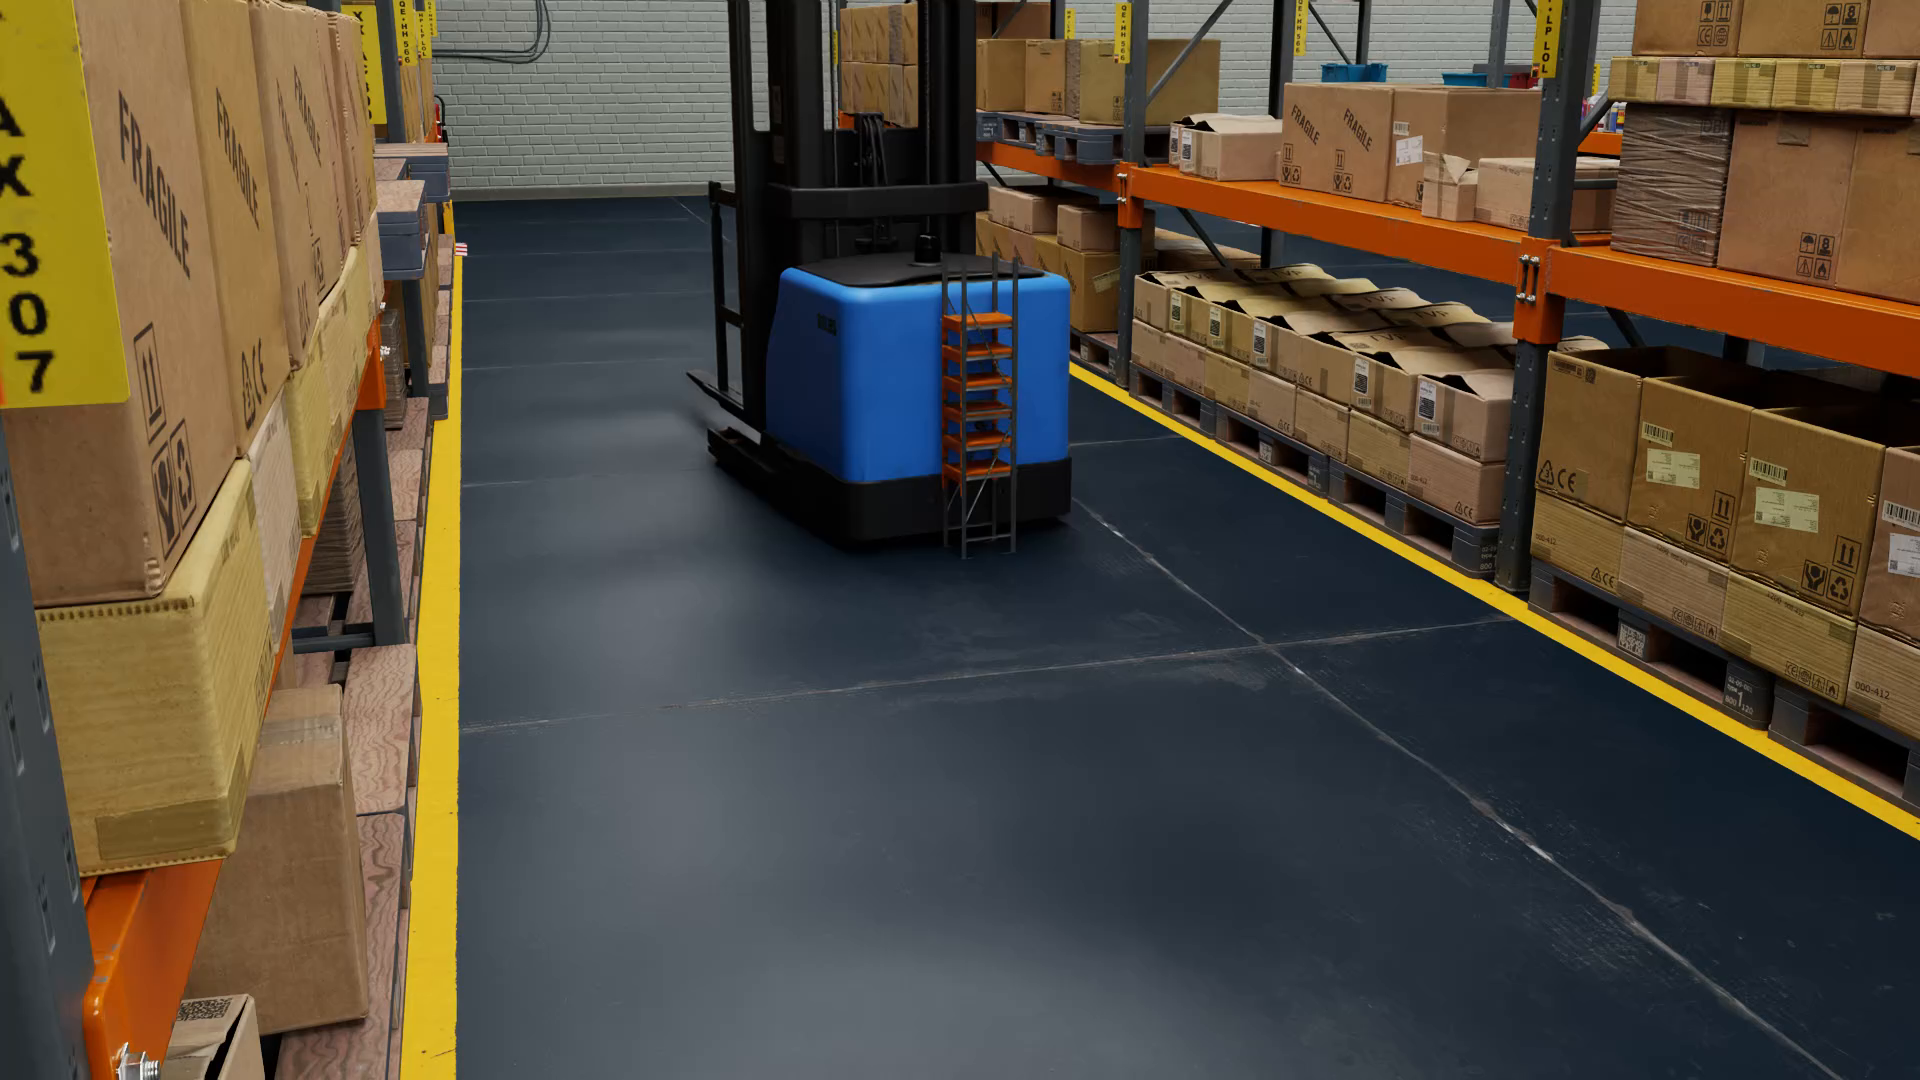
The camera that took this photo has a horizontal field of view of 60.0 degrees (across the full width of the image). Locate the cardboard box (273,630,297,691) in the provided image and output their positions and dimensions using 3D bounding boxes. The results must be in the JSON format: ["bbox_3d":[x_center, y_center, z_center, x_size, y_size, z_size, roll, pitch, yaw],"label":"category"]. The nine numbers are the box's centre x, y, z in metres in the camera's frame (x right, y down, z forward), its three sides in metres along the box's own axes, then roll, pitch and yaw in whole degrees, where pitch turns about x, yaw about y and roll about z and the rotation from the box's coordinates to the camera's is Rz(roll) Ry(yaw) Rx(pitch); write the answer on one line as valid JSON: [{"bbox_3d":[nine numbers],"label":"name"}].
[{"bbox_3d":[-1.897,0.377,4.062,0.500,0.500,0.500,-6,18,-19],"label":"cardboard box"}]

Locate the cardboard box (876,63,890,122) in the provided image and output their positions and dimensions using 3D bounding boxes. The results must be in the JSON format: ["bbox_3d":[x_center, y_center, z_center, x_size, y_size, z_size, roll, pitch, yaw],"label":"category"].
[{"bbox_3d":[-0.470,-4.090,15.179,0.500,0.500,0.500,-4,17,-15],"label":"cardboard box"}]

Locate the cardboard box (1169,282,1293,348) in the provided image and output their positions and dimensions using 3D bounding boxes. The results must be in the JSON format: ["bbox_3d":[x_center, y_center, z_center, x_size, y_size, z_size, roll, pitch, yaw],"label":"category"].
[{"bbox_3d":[1.456,-1.232,8.915,0.500,0.311,0.500,-5,17,-17],"label":"cardboard box"}]

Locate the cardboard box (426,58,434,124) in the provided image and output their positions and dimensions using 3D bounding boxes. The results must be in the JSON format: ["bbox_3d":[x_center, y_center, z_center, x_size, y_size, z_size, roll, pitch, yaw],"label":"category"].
[{"bbox_3d":[-5.158,-4.015,14.584,0.980,0.700,0.700,-5,17,-16],"label":"cardboard box"}]

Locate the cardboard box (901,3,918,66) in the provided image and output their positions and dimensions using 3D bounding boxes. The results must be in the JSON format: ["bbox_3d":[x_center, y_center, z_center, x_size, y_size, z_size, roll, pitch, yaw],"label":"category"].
[{"bbox_3d":[-0.189,-4.286,14.096,0.500,0.500,0.500,-5,17,-16],"label":"cardboard box"}]

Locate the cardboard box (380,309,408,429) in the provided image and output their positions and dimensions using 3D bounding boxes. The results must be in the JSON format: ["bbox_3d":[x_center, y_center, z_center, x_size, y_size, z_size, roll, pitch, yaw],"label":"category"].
[{"bbox_3d":[-3.072,-0.818,8.042,0.700,0.500,0.500,-4,17,-14],"label":"cardboard box"}]

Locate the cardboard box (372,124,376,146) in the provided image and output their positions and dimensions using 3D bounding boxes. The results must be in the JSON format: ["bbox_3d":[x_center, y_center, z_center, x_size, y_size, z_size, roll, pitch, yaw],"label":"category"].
[{"bbox_3d":[-3.181,-2.129,7.887,0.700,0.500,0.500,-7,18,-22],"label":"cardboard box"}]

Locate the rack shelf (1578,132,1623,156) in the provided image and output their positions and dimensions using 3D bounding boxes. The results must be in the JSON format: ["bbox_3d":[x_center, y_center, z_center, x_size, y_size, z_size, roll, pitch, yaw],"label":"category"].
[{"bbox_3d":[5.656,-2.992,12.947,1.077,0.370,4.000,-5,17,-15],"label":"rack shelf"}]

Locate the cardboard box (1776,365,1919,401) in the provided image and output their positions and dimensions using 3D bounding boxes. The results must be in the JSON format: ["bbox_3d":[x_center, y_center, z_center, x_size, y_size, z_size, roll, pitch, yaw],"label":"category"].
[{"bbox_3d":[3.005,-0.279,5.413,0.500,0.500,0.500,-5,17,-15],"label":"cardboard box"}]

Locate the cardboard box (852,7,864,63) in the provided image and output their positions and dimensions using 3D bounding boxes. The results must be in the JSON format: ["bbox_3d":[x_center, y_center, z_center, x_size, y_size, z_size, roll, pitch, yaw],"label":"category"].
[{"bbox_3d":[-0.737,-4.844,15.953,0.500,0.500,0.500,-5,17,-15],"label":"cardboard box"}]

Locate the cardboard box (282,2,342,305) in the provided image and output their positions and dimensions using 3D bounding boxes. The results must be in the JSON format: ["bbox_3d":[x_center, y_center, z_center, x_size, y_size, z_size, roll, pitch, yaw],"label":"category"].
[{"bbox_3d":[-1.379,-0.662,2.865,0.500,0.500,0.500,-4,17,-14],"label":"cardboard box"}]

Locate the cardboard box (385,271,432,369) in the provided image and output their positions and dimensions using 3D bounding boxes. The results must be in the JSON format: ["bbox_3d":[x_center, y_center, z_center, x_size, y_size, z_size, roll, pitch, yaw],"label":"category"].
[{"bbox_3d":[-3.396,-1.385,9.355,0.750,0.750,0.750,-5,17,-16],"label":"cardboard box"}]

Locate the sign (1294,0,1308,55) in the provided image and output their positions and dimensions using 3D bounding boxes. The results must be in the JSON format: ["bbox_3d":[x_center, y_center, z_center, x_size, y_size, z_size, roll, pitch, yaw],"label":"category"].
[{"bbox_3d":[1.975,-2.992,9.685,0.100,0.325,0.005,-5,17,-15],"label":"sign"}]

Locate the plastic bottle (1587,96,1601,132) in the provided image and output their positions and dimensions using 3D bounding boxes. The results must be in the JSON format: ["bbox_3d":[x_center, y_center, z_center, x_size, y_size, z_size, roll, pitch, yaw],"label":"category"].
[{"bbox_3d":[5.122,-3.416,13.324,0.152,0.276,0.135,-5,17,-15],"label":"plastic bottle"}]

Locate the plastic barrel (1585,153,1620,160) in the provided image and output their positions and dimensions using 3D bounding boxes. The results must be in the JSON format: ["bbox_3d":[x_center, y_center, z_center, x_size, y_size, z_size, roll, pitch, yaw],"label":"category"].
[{"bbox_3d":[5.434,-2.738,13.770,0.600,0.901,0.708,-5,17,-15],"label":"plastic barrel"}]

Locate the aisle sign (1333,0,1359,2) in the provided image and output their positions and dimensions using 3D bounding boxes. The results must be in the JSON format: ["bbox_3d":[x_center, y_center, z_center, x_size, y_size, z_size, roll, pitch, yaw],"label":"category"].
[{"bbox_3d":[4.269,-6.284,18.138,0.394,0.787,0.004,-5,17,-15],"label":"aisle sign"}]

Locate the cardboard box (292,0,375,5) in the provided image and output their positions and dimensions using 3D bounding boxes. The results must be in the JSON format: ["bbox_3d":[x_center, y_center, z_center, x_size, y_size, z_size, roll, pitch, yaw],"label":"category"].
[{"bbox_3d":[-3.205,-2.713,8.739,0.500,0.250,0.500,-4,17,-14],"label":"cardboard box"}]

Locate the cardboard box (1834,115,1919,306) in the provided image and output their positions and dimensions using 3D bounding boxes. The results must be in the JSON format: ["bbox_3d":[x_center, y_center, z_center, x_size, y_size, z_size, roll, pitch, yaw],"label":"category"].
[{"bbox_3d":[2.954,-0.927,4.650,0.700,0.500,0.500,-4,17,-14],"label":"cardboard box"}]

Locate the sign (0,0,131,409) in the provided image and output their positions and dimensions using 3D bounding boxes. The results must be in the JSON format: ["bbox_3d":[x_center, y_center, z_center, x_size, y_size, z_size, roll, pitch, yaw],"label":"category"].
[{"bbox_3d":[-0.600,-0.244,1.046,0.100,0.325,0.005,-5,17,-15],"label":"sign"}]

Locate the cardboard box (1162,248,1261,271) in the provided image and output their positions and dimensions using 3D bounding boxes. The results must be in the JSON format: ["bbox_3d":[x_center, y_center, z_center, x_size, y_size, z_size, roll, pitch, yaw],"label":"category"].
[{"bbox_3d":[1.592,-1.554,10.493,0.500,0.500,0.500,-4,17,-13],"label":"cardboard box"}]

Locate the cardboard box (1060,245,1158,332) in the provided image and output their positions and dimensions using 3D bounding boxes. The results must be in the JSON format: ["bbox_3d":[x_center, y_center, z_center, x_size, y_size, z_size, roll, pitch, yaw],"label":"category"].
[{"bbox_3d":[0.959,-1.646,10.798,0.500,0.500,0.500,-4,17,-13],"label":"cardboard box"}]

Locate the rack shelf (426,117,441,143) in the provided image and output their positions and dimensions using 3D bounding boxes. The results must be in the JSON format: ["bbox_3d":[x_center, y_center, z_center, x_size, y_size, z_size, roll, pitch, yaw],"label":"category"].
[{"bbox_3d":[-4.969,-3.315,14.023,1.077,0.370,4.000,-5,17,-15],"label":"rack shelf"}]

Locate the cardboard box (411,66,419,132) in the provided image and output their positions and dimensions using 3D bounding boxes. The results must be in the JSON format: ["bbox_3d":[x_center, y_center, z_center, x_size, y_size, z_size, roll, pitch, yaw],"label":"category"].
[{"bbox_3d":[-3.478,-2.637,9.791,0.500,0.500,0.500,-5,17,-16],"label":"cardboard box"}]

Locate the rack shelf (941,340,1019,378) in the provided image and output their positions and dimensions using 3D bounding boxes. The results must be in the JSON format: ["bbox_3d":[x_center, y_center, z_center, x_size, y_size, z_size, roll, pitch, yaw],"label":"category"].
[{"bbox_3d":[0.077,-0.717,6.574,0.258,0.103,0.180,-7,18,-23],"label":"rack shelf"}]

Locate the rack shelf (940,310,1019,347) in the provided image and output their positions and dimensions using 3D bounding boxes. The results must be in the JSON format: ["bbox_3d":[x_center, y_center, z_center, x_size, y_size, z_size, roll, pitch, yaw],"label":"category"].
[{"bbox_3d":[0.077,-0.832,6.539,0.258,0.103,0.180,-7,18,-23],"label":"rack shelf"}]

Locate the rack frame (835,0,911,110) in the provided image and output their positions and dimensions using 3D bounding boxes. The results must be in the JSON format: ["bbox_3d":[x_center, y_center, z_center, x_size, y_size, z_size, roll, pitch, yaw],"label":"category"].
[{"bbox_3d":[-0.757,-4.605,17.069,1.000,3.000,0.127,-5,17,-15],"label":"rack frame"}]

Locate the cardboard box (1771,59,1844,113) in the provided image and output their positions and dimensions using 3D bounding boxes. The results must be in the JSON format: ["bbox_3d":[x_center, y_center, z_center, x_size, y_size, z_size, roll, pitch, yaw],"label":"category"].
[{"bbox_3d":[2.644,-1.342,4.903,0.380,0.149,0.250,-5,17,-16],"label":"cardboard box"}]

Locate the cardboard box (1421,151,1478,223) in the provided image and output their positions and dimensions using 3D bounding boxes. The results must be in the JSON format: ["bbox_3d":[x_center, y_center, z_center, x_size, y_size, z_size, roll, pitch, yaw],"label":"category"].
[{"bbox_3d":[2.123,-1.450,6.799,0.396,0.266,0.258,-5,17,-17],"label":"cardboard box"}]

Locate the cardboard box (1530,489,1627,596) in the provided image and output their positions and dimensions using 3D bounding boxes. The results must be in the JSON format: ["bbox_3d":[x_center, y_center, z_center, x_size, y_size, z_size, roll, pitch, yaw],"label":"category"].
[{"bbox_3d":[2.377,-0.018,5.847,0.500,0.250,0.500,-5,17,-15],"label":"cardboard box"}]

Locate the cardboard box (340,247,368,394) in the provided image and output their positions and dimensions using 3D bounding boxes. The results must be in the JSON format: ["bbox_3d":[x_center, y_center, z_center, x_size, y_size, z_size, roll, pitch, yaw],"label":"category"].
[{"bbox_3d":[-1.517,-0.447,3.454,0.500,0.250,0.500,-5,17,-16],"label":"cardboard box"}]

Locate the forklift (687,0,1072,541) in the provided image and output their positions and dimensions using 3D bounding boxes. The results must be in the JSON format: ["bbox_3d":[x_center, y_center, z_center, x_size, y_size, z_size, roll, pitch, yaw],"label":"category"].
[{"bbox_3d":[-0.597,-1.781,7.786,1.130,2.935,3.031,-7,18,-23],"label":"forklift"}]

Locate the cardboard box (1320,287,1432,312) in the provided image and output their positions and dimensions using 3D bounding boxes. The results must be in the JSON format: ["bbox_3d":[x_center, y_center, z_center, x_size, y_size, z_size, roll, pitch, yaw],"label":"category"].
[{"bbox_3d":[2.108,-1.137,8.597,0.500,0.311,0.500,-5,17,-16],"label":"cardboard box"}]

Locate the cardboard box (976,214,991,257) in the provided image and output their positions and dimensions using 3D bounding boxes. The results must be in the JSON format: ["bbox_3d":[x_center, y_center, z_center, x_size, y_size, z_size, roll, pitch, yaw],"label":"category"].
[{"bbox_3d":[0.399,-2.212,12.684,0.500,0.500,0.500,-4,17,-14],"label":"cardboard box"}]

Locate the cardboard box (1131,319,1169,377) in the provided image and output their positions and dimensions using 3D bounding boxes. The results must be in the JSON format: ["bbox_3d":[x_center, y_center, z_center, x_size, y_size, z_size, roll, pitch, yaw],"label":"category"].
[{"bbox_3d":[1.303,-1.108,9.478,0.500,0.250,0.500,-5,17,-15],"label":"cardboard box"}]

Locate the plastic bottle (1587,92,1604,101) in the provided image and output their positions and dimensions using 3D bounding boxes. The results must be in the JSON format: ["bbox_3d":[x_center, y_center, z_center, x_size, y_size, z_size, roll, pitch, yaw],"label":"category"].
[{"bbox_3d":[5.525,-3.746,14.426,0.152,0.276,0.135,-5,17,-15],"label":"plastic bottle"}]

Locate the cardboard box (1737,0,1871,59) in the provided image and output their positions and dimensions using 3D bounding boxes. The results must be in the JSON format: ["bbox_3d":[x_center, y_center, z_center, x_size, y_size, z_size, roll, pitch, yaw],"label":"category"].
[{"bbox_3d":[2.809,-1.693,4.946,0.700,0.500,0.500,-5,17,-15],"label":"cardboard box"}]

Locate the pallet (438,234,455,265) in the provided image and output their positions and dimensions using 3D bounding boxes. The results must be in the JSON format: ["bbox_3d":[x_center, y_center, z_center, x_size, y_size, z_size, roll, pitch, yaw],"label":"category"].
[{"bbox_3d":[-5.224,-2.662,15.447,1.003,0.211,1.213,-5,17,-15],"label":"pallet"}]

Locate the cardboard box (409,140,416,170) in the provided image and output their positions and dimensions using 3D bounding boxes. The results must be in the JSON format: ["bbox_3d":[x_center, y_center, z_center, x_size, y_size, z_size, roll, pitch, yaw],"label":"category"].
[{"bbox_3d":[-3.240,-2.149,9.293,0.380,0.149,0.250,-4,17,-14],"label":"cardboard box"}]

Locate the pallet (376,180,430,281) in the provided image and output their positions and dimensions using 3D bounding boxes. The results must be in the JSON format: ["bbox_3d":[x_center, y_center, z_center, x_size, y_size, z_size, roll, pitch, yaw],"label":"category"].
[{"bbox_3d":[-2.291,-1.024,5.481,1.003,0.211,1.213,-5,17,-15],"label":"pallet"}]

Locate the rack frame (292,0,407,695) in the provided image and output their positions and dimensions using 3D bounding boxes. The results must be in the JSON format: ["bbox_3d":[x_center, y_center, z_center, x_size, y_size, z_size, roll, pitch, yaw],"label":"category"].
[{"bbox_3d":[-2.221,-0.893,4.711,1.000,3.000,0.127,-5,17,-15],"label":"rack frame"}]

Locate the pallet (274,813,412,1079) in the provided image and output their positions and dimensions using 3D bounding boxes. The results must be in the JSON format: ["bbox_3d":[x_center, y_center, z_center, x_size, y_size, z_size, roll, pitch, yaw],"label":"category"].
[{"bbox_3d":[-1.663,0.963,3.378,1.003,0.211,1.213,-5,17,-15],"label":"pallet"}]

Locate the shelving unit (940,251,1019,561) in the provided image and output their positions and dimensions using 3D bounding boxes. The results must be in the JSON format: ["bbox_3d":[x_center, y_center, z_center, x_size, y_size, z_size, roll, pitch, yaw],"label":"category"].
[{"bbox_3d":[0.077,-0.530,6.630,0.258,1.200,0.189,-7,18,-23],"label":"shelving unit"}]

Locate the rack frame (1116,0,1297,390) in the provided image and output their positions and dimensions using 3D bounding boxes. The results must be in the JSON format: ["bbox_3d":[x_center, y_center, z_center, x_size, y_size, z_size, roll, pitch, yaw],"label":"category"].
[{"bbox_3d":[1.442,-2.392,9.702,1.000,3.000,0.127,-5,17,-15],"label":"rack frame"}]

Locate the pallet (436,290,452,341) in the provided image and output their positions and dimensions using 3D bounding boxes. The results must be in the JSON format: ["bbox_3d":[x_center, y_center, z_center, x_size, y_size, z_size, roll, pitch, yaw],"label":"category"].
[{"bbox_3d":[-4.135,-1.563,11.789,1.003,0.211,1.213,-5,17,-15],"label":"pallet"}]

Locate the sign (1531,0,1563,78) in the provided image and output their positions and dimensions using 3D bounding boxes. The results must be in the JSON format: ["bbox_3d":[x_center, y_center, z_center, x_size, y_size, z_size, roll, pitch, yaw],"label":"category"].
[{"bbox_3d":[2.022,-1.757,5.712,0.100,0.325,0.005,-5,17,-15],"label":"sign"}]

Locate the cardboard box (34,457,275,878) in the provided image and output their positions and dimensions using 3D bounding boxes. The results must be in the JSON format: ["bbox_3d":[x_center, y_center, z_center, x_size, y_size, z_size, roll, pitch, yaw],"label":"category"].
[{"bbox_3d":[-0.950,0.115,1.580,0.500,0.250,0.500,-5,17,-17],"label":"cardboard box"}]

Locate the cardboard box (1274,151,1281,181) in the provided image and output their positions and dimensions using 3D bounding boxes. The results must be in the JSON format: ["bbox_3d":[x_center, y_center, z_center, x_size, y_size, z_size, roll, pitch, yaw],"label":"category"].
[{"bbox_3d":[1.847,-1.924,8.579,0.380,0.149,0.250,-3,17,-11],"label":"cardboard box"}]

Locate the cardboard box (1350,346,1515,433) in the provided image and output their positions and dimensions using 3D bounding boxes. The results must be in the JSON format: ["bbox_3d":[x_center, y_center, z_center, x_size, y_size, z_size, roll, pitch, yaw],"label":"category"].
[{"bbox_3d":[2.005,-0.671,7.048,0.500,0.311,0.500,-4,17,-14],"label":"cardboard box"}]

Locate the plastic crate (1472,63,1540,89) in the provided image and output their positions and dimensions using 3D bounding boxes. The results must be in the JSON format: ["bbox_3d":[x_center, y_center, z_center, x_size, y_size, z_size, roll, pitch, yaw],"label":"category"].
[{"bbox_3d":[5.102,-4.215,15.556,0.402,0.464,0.583,-5,17,-15],"label":"plastic crate"}]

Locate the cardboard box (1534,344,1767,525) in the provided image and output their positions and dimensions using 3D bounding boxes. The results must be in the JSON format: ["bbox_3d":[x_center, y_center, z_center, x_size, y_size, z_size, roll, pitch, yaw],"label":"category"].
[{"bbox_3d":[2.368,-0.376,5.736,0.500,0.500,0.500,-5,17,-15],"label":"cardboard box"}]

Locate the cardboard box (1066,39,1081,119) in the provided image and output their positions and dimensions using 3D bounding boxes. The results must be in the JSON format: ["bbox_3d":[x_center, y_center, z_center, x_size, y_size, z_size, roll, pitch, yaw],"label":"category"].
[{"bbox_3d":[1.093,-3.075,11.070,0.700,0.500,0.500,-1,17,-5],"label":"cardboard box"}]

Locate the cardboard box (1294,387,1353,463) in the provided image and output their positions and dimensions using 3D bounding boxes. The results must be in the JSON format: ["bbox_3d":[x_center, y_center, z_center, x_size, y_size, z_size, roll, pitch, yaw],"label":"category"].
[{"bbox_3d":[1.870,-0.543,7.597,0.500,0.250,0.500,-4,17,-14],"label":"cardboard box"}]

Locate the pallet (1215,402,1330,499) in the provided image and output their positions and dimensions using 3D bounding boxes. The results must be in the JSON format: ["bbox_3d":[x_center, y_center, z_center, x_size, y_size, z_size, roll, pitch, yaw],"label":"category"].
[{"bbox_3d":[1.962,-0.489,8.213,1.003,0.211,1.213,-5,17,-15],"label":"pallet"}]

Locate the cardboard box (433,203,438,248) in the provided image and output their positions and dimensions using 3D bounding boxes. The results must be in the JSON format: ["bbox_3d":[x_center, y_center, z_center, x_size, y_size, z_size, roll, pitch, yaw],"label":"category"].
[{"bbox_3d":[-5.092,-2.892,14.982,0.700,0.500,0.500,-5,17,-15],"label":"cardboard box"}]

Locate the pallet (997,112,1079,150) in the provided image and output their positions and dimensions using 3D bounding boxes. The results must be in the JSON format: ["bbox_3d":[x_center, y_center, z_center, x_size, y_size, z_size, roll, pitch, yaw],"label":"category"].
[{"bbox_3d":[0.903,-2.838,11.519,1.003,0.211,1.213,-5,17,-15],"label":"pallet"}]
